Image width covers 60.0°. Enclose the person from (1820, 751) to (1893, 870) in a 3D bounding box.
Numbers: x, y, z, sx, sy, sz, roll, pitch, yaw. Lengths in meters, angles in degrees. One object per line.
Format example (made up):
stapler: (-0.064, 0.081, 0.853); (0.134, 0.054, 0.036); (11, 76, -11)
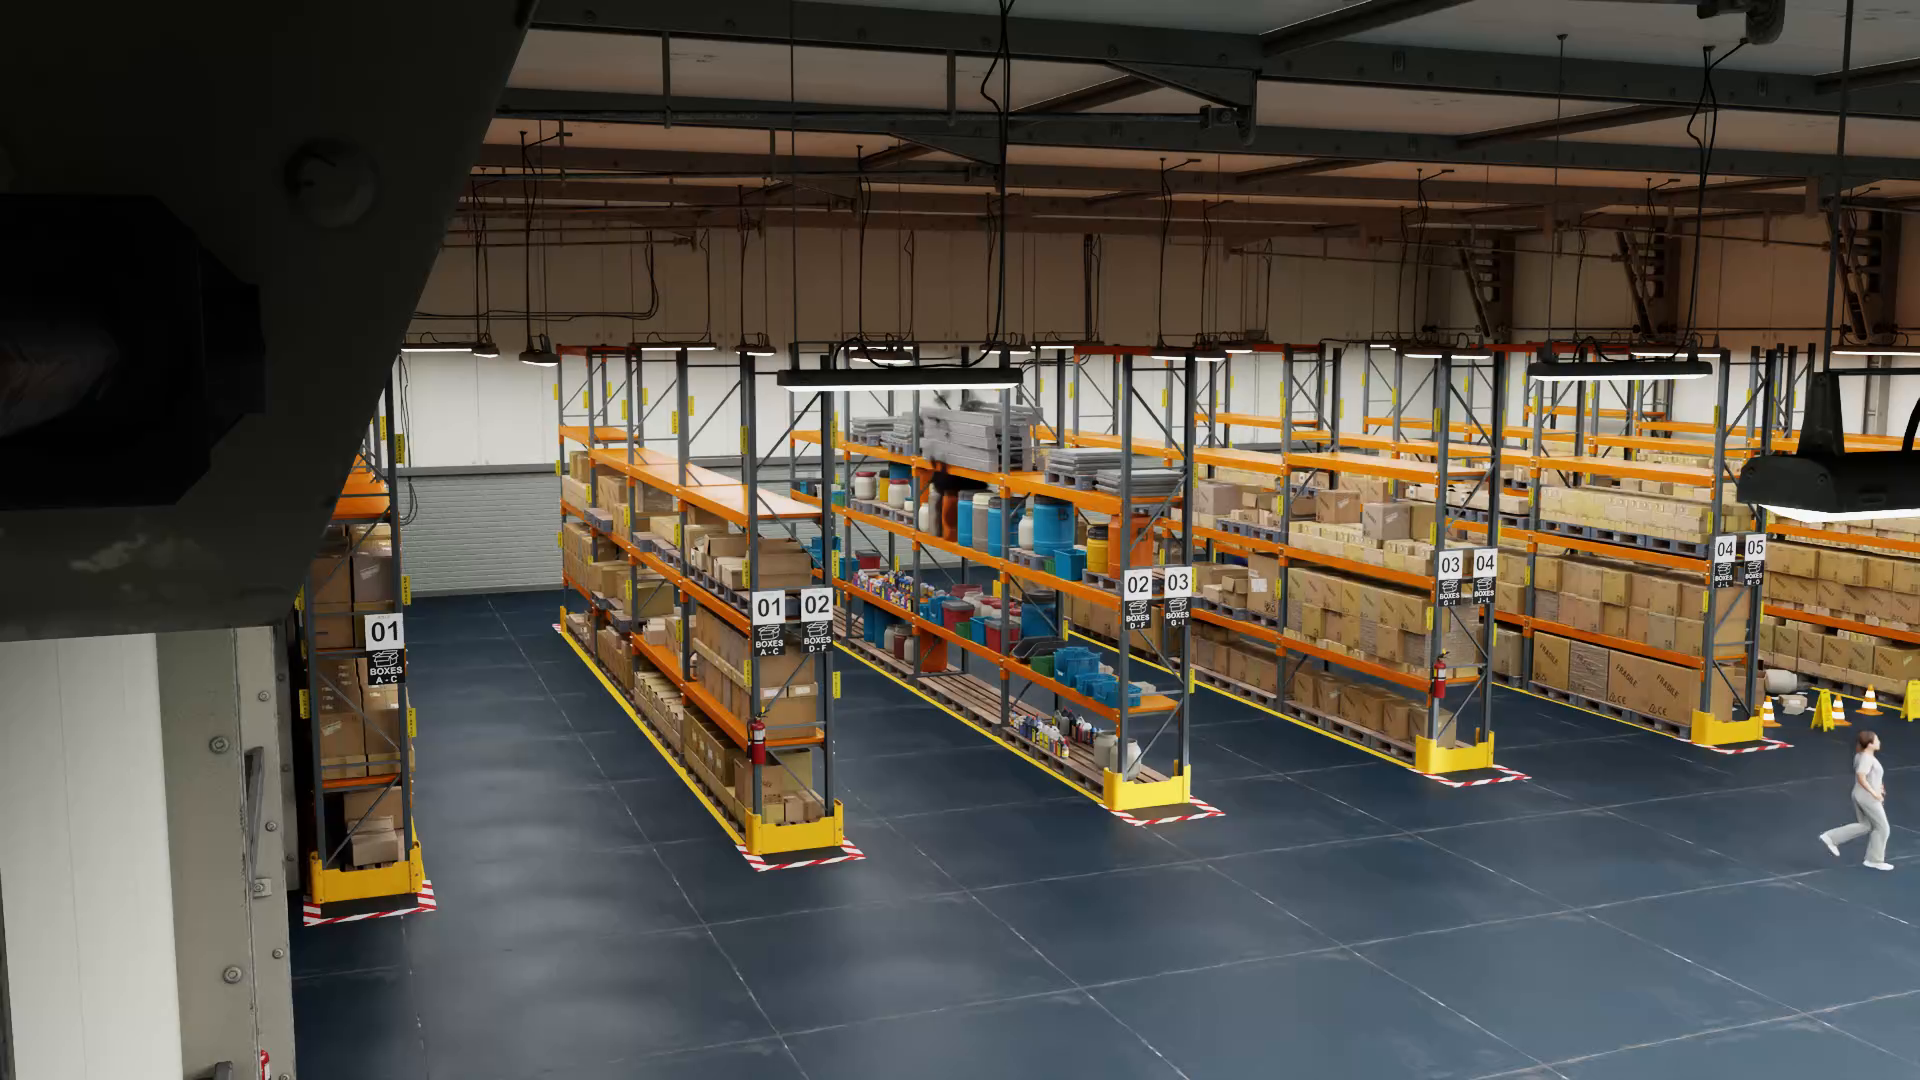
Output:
person: (10.580, 3.167, 19.545); (0.790, 1.399, 0.545); (2, 7, 14)
